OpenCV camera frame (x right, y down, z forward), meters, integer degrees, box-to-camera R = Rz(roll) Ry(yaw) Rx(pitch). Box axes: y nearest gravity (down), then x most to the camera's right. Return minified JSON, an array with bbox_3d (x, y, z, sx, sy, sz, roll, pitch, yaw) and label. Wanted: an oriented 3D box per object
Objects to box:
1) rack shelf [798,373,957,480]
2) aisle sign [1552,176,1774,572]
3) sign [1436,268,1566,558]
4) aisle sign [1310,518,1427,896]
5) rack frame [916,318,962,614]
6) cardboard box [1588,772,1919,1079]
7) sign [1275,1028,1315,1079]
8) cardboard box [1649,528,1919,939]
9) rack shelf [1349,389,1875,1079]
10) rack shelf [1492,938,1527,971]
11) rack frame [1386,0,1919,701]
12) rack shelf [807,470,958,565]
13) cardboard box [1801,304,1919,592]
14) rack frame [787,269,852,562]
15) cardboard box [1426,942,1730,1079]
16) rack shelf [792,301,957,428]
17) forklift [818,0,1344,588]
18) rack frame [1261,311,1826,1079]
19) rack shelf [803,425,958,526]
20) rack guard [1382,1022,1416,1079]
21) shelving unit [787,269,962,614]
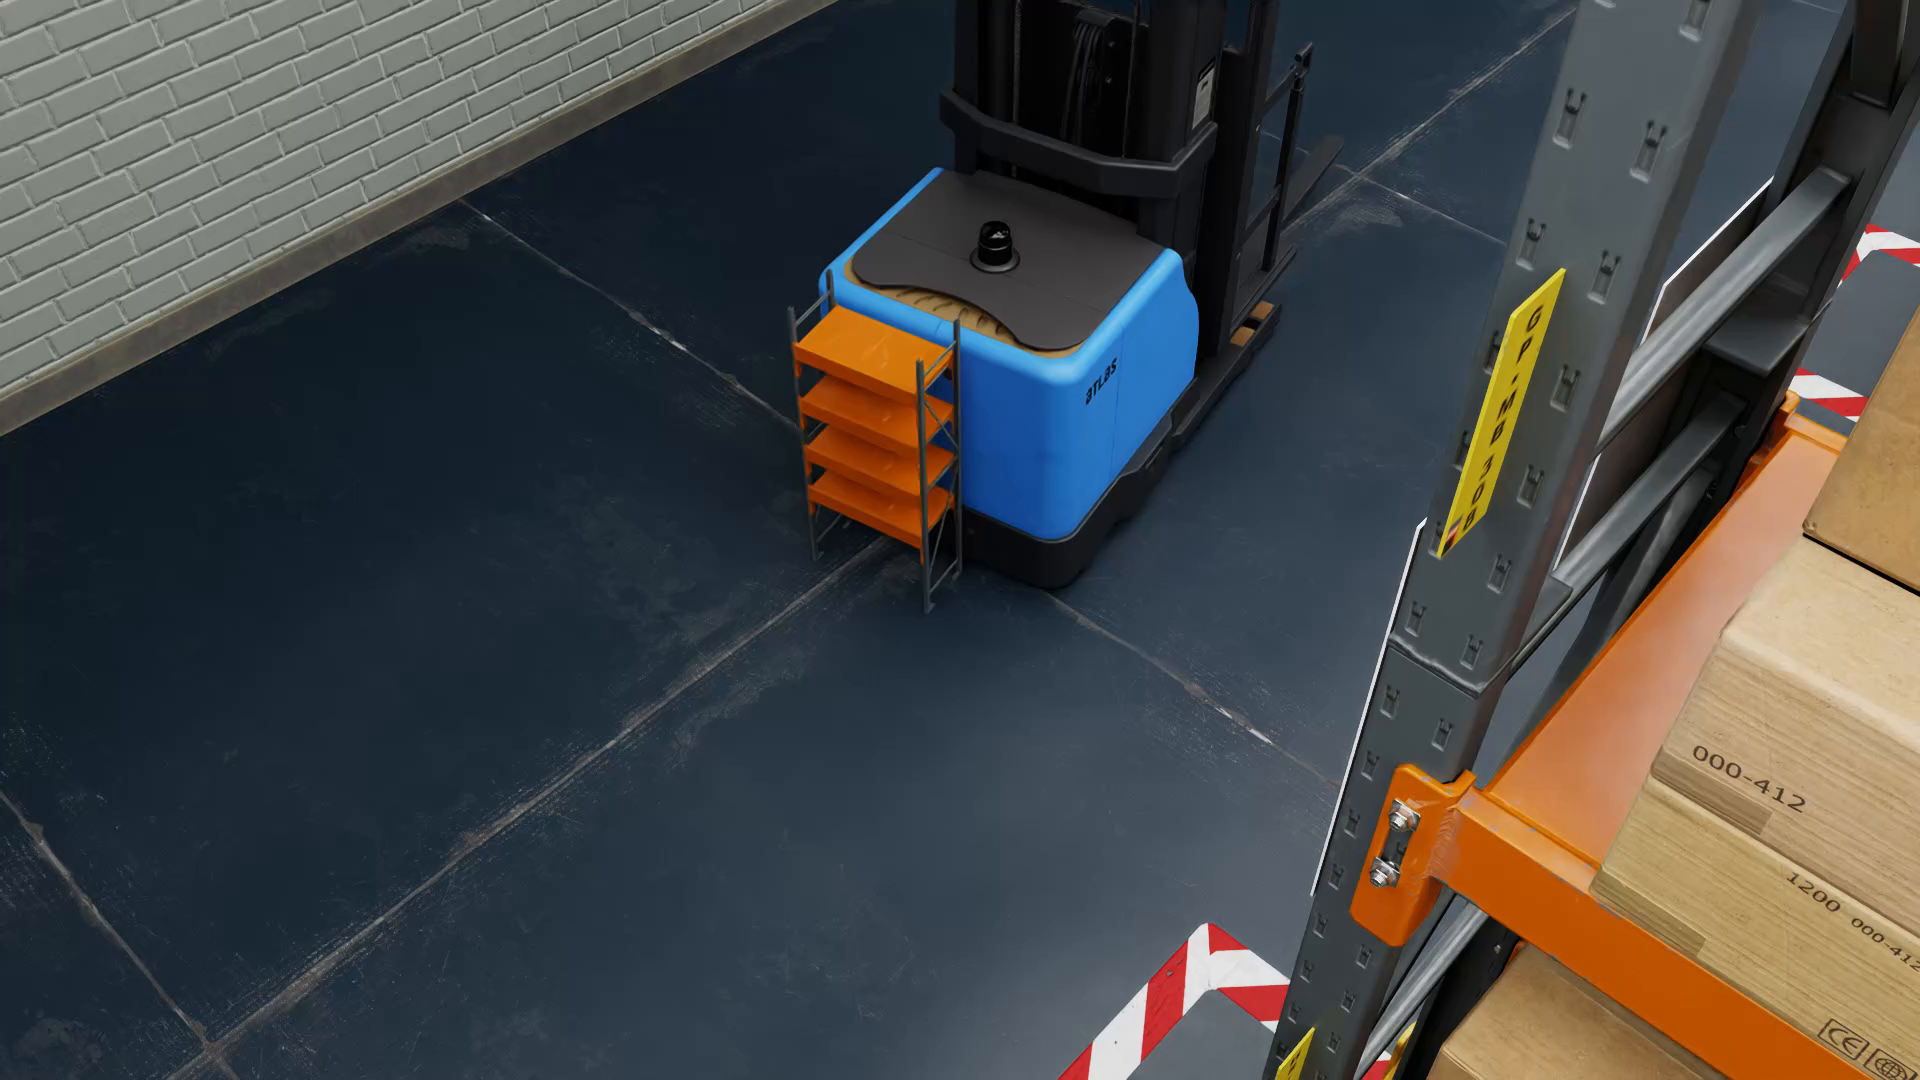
[{"bbox_3d":[-0.273,-0.416,5.601,0.480,0.148,0.258,24,52,21],"label":"rack shelf"},{"bbox_3d":[1.059,-0.171,2.570,0.004,0.787,0.394,34,55,28],"label":"aisle sign"},{"bbox_3d":[0.534,-0.118,1.646,0.005,0.325,0.100,34,55,28],"label":"sign"},{"bbox_3d":[0.652,0.151,2.268,0.004,0.787,0.394,34,55,28],"label":"aisle sign"},{"bbox_3d":[-0.064,-0.217,5.629,0.015,1.200,0.240,24,52,21],"label":"rack frame"},{"bbox_3d":[1.107,0.332,1.926,0.500,0.250,0.500,34,55,28],"label":"cardboard box"},{"bbox_3d":[0.534,0.911,2.743,0.005,0.325,0.100,34,55,28],"label":"sign"},{"bbox_3d":[1.103,0.164,1.741,0.500,0.250,0.500,34,55,28],"label":"cardboard box"},{"bbox_3d":[2.371,1.125,1.572,4.000,0.370,1.077,34,55,28],"label":"rack shelf"},{"bbox_3d":[2.371,2.152,2.665,4.000,0.370,1.077,34,55,28],"label":"rack shelf"},{"bbox_3d":[0.902,-1.137,1.145,0.127,3.000,1.000,34,55,28],"label":"rack frame"},{"bbox_3d":[-0.271,-0.130,5.911,0.480,0.148,0.258,24,52,21],"label":"rack shelf"},{"bbox_3d":[1.290,-0.241,1.607,0.500,0.500,0.700,34,55,28],"label":"cardboard box"},{"bbox_3d":[-0.481,-0.403,5.803,0.015,1.200,0.240,24,52,21],"label":"rack frame"},{"bbox_3d":[1.049,0.901,2.592,0.500,0.500,0.500,36,56,29],"label":"cardboard box"},{"bbox_3d":[-0.275,-0.576,5.427,0.480,0.148,0.258,24,52,21],"label":"rack shelf"},{"bbox_3d":[0.700,-1.892,6.016,1.130,2.935,3.031,24,51,21],"label":"forklift"},{"bbox_3d":[0.902,0.917,3.332,0.127,3.000,1.000,34,55,28],"label":"rack frame"},{"bbox_3d":[-0.272,-0.264,5.765,0.480,0.148,0.258,24,52,21],"label":"rack shelf"},{"bbox_3d":[0.957,1.810,4.208,0.348,0.500,1.175,34,55,28],"label":"rack guard"},{"bbox_3d":[-0.272,-0.310,5.716,0.503,1.200,0.258,24,52,21],"label":"shelving unit"}]
